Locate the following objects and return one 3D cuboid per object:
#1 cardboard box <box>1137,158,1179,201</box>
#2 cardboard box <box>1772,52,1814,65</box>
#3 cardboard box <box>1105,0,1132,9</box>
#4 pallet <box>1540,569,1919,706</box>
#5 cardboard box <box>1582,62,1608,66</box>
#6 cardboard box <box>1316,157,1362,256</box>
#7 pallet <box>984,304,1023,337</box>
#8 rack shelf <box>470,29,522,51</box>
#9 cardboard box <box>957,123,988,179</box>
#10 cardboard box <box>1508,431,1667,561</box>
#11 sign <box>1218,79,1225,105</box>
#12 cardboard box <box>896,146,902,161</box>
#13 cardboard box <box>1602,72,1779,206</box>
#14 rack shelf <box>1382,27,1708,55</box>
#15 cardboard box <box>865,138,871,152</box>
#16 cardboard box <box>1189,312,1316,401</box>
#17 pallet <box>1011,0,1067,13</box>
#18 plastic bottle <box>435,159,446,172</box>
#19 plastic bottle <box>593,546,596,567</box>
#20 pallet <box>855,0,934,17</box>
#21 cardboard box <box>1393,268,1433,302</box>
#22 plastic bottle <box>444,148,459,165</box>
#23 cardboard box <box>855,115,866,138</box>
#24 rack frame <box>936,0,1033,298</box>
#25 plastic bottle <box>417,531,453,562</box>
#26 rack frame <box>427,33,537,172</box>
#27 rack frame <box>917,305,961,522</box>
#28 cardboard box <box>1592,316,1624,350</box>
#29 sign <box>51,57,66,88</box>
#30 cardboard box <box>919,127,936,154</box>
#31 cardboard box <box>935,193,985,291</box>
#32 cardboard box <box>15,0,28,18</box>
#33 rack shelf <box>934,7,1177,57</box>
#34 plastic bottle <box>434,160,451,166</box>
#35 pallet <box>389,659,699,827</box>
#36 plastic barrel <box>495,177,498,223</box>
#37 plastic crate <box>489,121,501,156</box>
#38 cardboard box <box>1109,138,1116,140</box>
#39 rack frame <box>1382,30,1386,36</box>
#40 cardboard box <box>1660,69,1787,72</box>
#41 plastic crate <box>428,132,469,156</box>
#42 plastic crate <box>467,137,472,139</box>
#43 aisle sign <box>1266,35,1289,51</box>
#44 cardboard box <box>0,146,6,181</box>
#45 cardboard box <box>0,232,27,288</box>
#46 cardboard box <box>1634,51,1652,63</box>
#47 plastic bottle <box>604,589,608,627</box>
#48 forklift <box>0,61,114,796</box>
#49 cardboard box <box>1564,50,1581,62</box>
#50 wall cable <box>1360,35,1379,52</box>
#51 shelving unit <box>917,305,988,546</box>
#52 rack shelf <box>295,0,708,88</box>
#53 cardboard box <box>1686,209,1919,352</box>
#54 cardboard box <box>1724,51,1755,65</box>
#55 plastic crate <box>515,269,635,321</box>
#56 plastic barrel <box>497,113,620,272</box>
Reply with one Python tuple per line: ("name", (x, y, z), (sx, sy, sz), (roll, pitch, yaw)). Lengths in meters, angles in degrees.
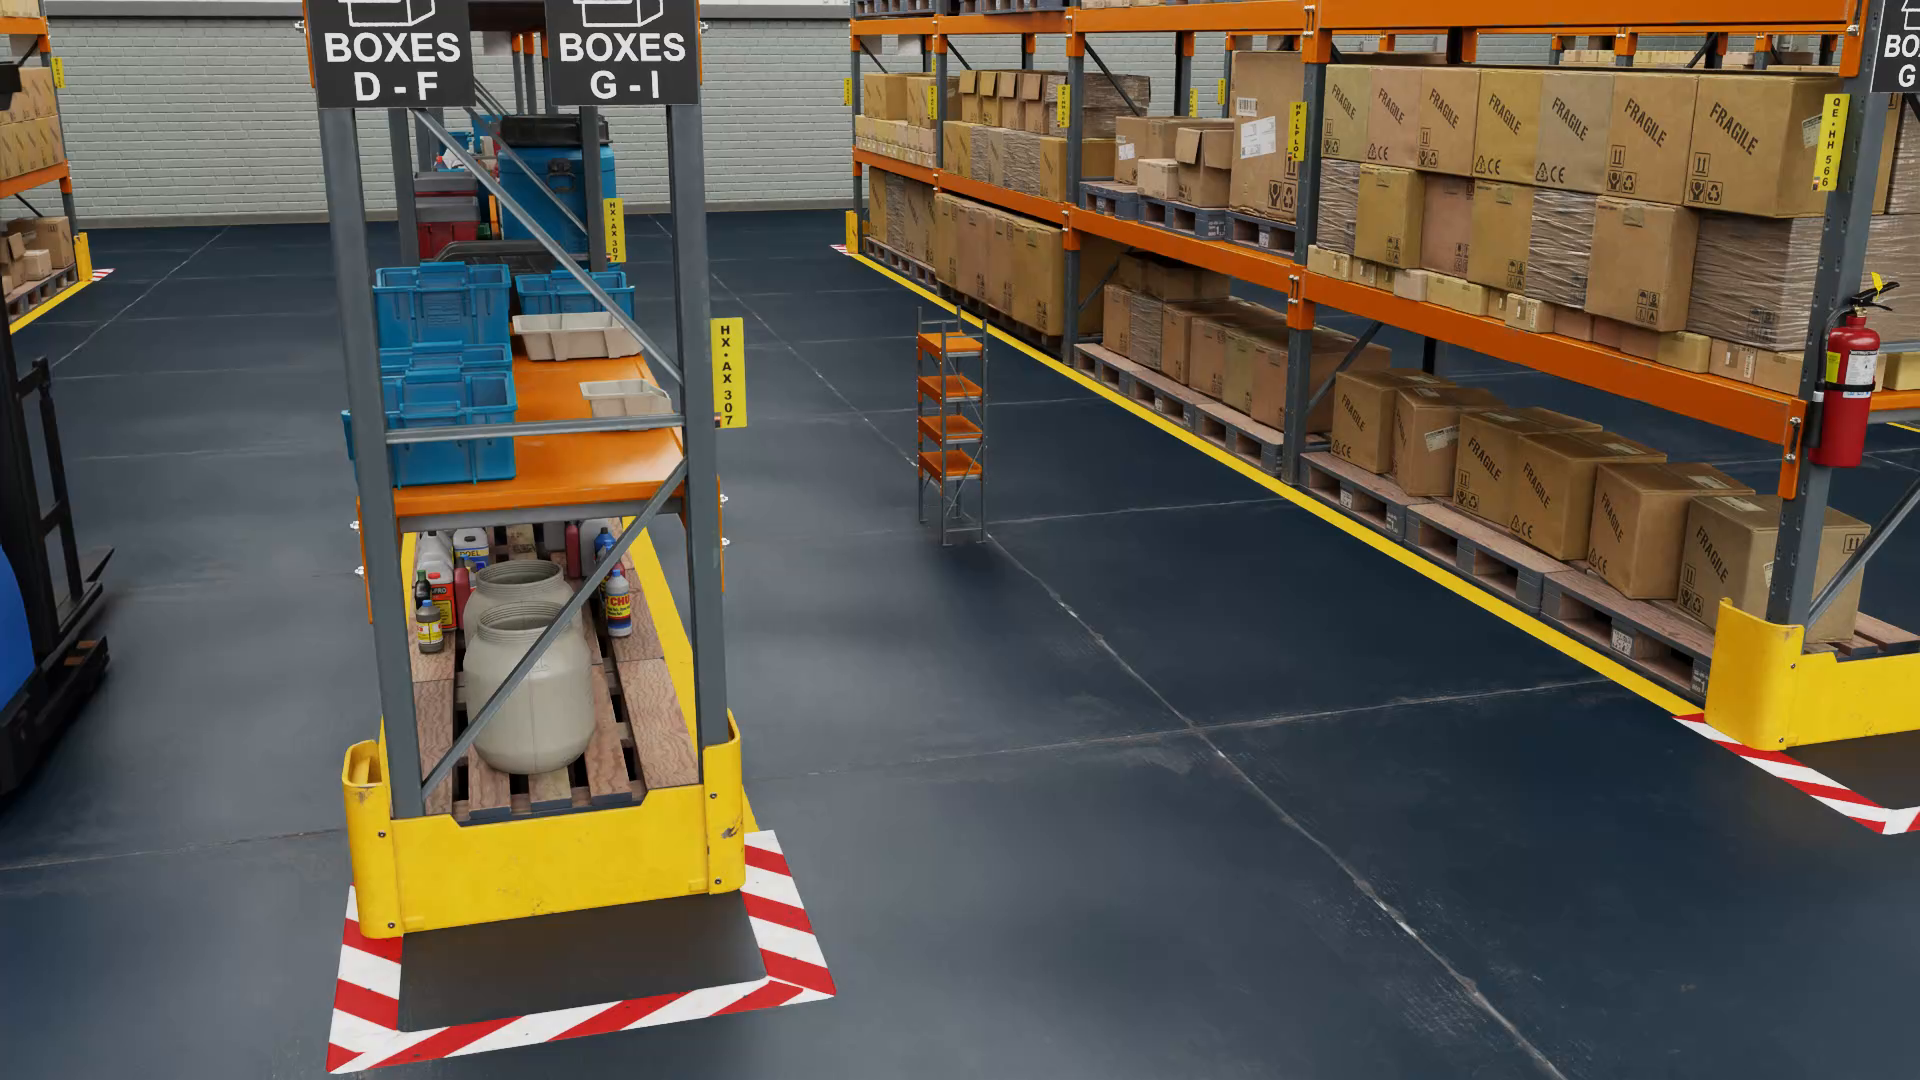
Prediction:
("cardboard box", (1.590, -2.567, 11.813), (0.500, 0.250, 0.500), (-5, 17, -17))
("cardboard box", (9.943, -5.754, 19.855), (0.380, 0.149, 0.250), (-5, 17, -16))
("cardboard box", (1.376, -3.992, 12.074), (0.500, 0.250, 0.500), (-4, 17, -14))
("pallet", (3.339, 0.381, 7.318), (1.003, 0.211, 1.213), (-5, 17, -15))
("cardboard box", (8.687, -6.145, 22.282), (0.500, 0.500, 0.500), (-5, 17, -17))
("cardboard box", (2.514, -1.874, 9.285), (0.875, 0.500, 0.500), (-5, 17, -15))
("pallet", (0.875, -2.145, 15.724), (1.003, 0.211, 1.213), (-5, 17, -15))
("rack shelf", (-5.060, -5.279, 17.349), (1.077, 0.370, 4.000), (-5, 17, -15))
("cardboard box", (0.277, -3.787, 16.173), (0.500, 0.500, 0.500), (-5, 17, -15))
("cardboard box", (3.043, -0.222, 8.091), (0.500, 0.500, 0.500), (-3, 17, -10))
("sign", (3.427, -5.868, 21.768), (0.100, 0.325, 0.005), (-5, 17, -15))
("cardboard box", (-0.501, -4.319, 18.553), (0.380, 0.149, 0.250), (-5, 17, -16))
("cardboard box", (3.018, -1.646, 6.789), (0.500, 0.500, 0.500), (-5, 17, -15))
("rack shelf", (5.598, -4.929, 16.182), (1.077, 0.370, 4.000), (-5, 17, -15))
("cardboard box", (-0.925, -4.746, 19.974), (0.380, 0.149, 0.250), (-5, 17, -17))
("cardboard box", (2.035, -1.286, 11.599), (0.700, 0.500, 0.500), (-6, 18, -20))
("pallet", (1.123, -4.439, 13.631), (1.213, 0.211, 1.003), (-4, 17, -13))
("plastic bottle", (-4.251, -2.946, 13.630), (0.144, 0.351, 0.185), (-5, 17, -15))
("plastic bottle", (-1.617, 0.082, 7.565), (0.097, 0.201, 0.097), (0, 17, 0))
("pallet", (-0.634, -6.322, 19.724), (1.003, 0.211, 1.213), (-5, 17, -15))
("cardboard box", (2.478, -1.331, 8.606), (0.380, 0.149, 0.250), (-5, 17, -15))
("plastic bottle", (-4.715, -3.476, 15.396), (0.144, 0.351, 0.185), (-5, 17, -15))
("cardboard box", (-0.975, -5.049, 20.289), (0.500, 0.250, 0.500), (-5, 17, -17))
("rack frame", (0.252, -4.026, 17.139), (1.000, 3.000, 0.127), (-5, 17, -15))
("plastic bottle", (-2.270, 0.114, 7.198), (0.144, 0.351, 0.185), (-4, 17, -13))
("rack frame", (-4.511, -3.634, 15.836), (1.000, 3.000, 0.127), (-5, 17, -15))
("rack frame", (-0.113, -0.688, 9.157), (0.240, 1.200, 0.015), (-5, 17, -15))
("cardboard box", (3.003, -0.926, 7.256), (0.380, 0.149, 0.250), (-5, 17, -15))
("sign", (-9.835, -5.094, 18.135), (0.100, 0.325, 0.005), (-5, 17, -15))
("cardboard box", (-0.122, -4.198, 17.456), (0.500, 0.250, 0.500), (-5, 17, -16))
("cardboard box", (0.447, -3.034, 16.801), (1.225, 0.875, 0.875), (-5, 17, -15))
("cardboard box", (-9.852, -5.454, 16.942), (0.500, 0.250, 0.500), (-5, 17, -15))
("rack shelf", (0.801, -4.564, 14.970), (1.077, 0.370, 4.000), (-5, 17, -15))
("plastic bottle", (-4.495, -3.160, 14.475), (0.152, 0.276, 0.135), (-5, 17, -15))
("pallet", (-1.497, 0.778, 5.994), (1.003, 0.211, 1.213), (-5, 17, -15))
("plastic barrel", (-2.923, -2.313, 11.245), (0.421, 0.512, 0.421), (0, 17, 0))
("plastic crate", (-4.515, -3.960, 16.706), (0.402, 0.464, 0.583), (-5, 17, -15))
("cardboard box", (1.479, -3.123, 13.961), (0.500, 0.500, 0.500), (-4, 17, -14))
("rack frame", (5.048, -4.390, 18.352), (1.000, 3.000, 0.127), (-5, 17, -15))
("cardboard box", (3.391, -1.826, 7.389), (0.500, 0.500, 0.500), (-5, 17, -15))
("plastic crate", (-4.967, -3.757, 16.170), (0.392, 0.384, 0.575), (-5, 17, -15))
("plastic crate", (-5.497, -4.230, 18.008), (0.416, 0.233, 0.300), (-5, 17, -15))
("aisle sign", (4.217, -6.785, 21.807), (0.394, 0.787, 0.004), (-5, 17, -15))
("cardboard box", (-9.296, -3.595, 15.533), (0.500, 0.500, 0.500), (-4, 17, -14))
("cardboard box", (-9.796, -2.778, 16.560), (0.797, 0.503, 0.637), (-5, 17, -15))
("cardboard box", (8.898, -6.201, 21.341), (0.380, 0.149, 0.250), (-5, 17, -17))
("plastic bottle", (-1.440, 0.260, 6.972), (0.097, 0.201, 0.097), (0, 17, 0))
("forklift", (-4.085, -0.715, 6.237), (1.130, 2.935, 3.031), (-4, 17, -13))
("cardboard box", (8.512, -6.633, 22.780), (0.380, 0.149, 0.250), (-4, 17, -14))
("wall cable", (7.109, -7.975, 28.467), (0.585, 1.953, 0.123), (-5, 17, -15))
("shelving unit", (-0.045, -0.620, 8.932), (0.258, 1.200, 0.503), (-5, 17, -15))
("rack shelf", (-1.763, -1.960, 6.299), (1.077, 0.370, 4.000), (-5, 17, -15))
("cardboard box", (3.425, -1.051, 6.546), (0.875, 0.500, 0.500), (-5, 17, -15))
("cardboard box", (9.421, -5.788, 19.967), (0.380, 0.149, 0.250), (-4, 17, -14))
("plastic crate", (-1.747, -1.065, 7.543), (0.499, 0.251, 0.616), (-5, 17, -15))
("plastic barrel", (-2.127, -1.792, 8.832), (0.600, 0.901, 0.708), (-5, 17, -15))
